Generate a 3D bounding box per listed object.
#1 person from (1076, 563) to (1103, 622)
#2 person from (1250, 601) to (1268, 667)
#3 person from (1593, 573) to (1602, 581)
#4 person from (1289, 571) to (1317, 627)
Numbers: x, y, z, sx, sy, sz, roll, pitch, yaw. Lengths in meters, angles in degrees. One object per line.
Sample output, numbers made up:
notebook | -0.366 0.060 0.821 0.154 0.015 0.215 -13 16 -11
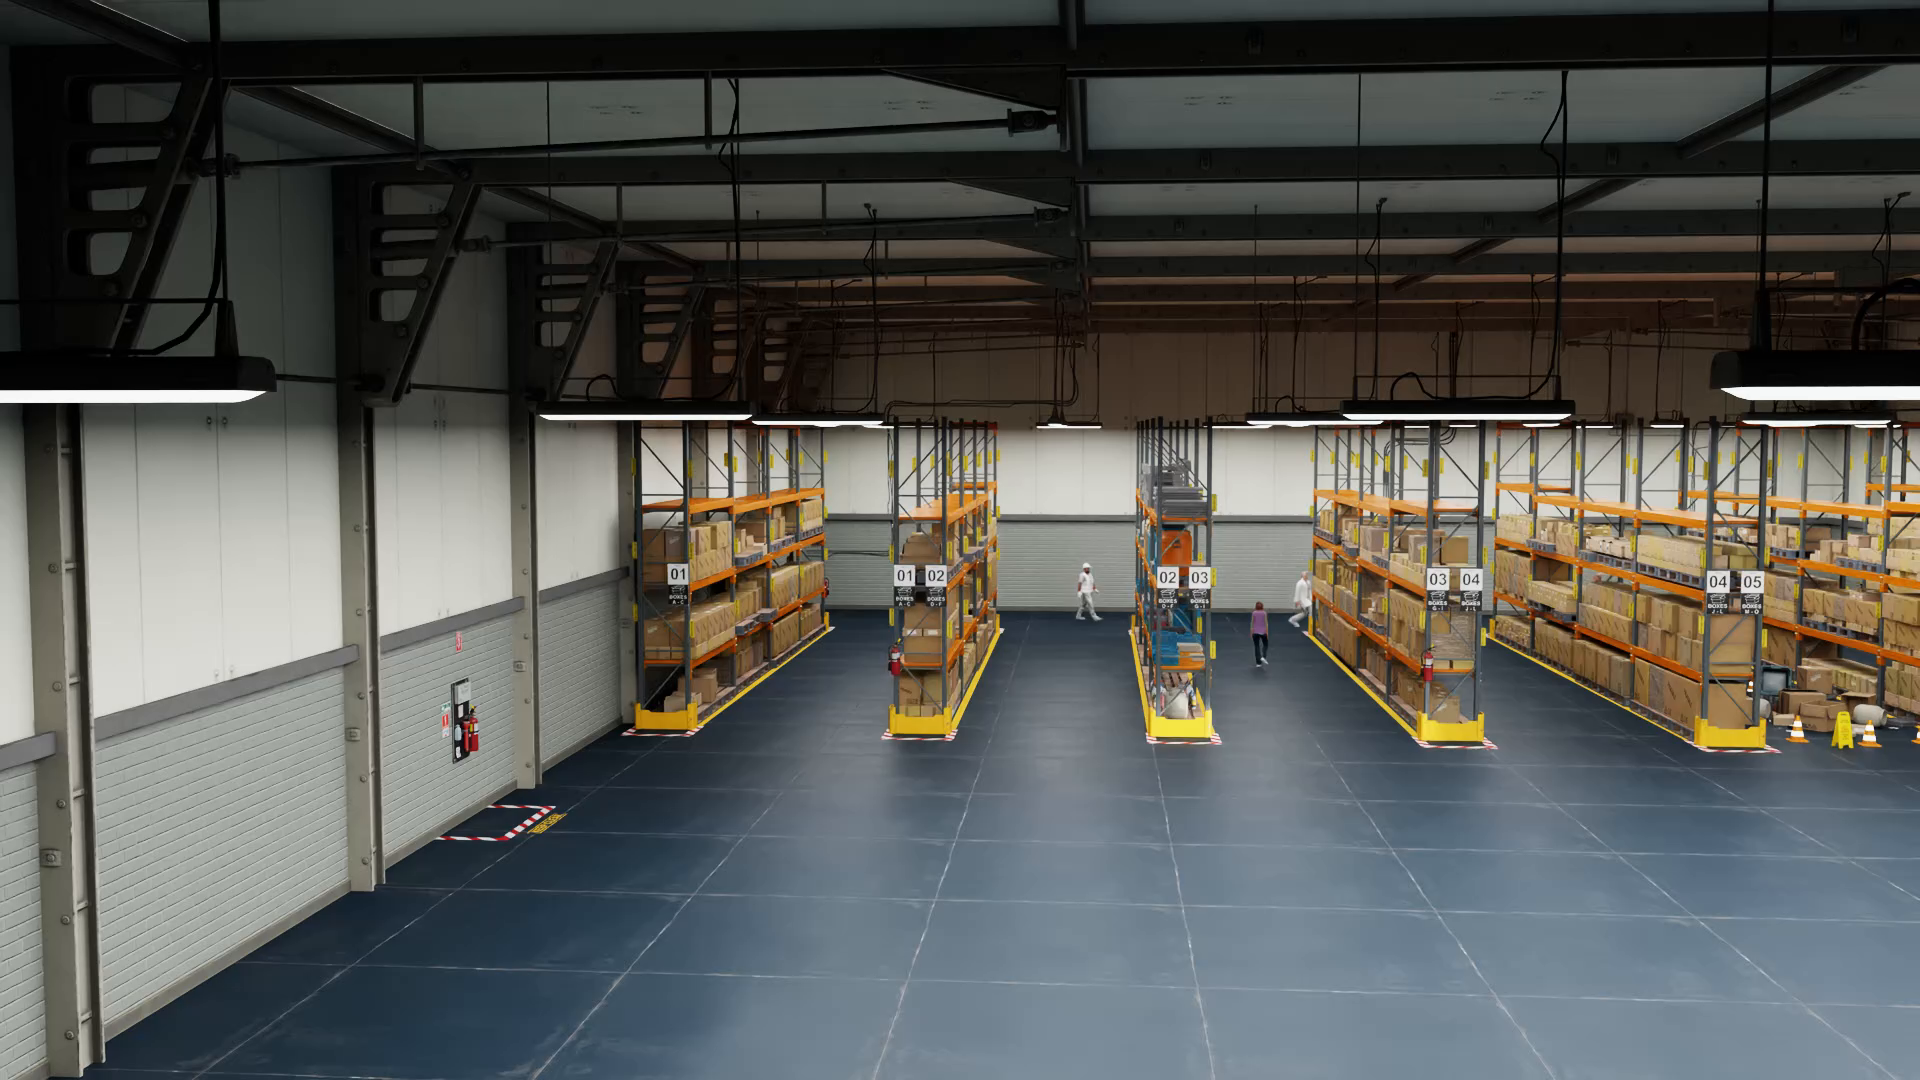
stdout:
person | 3.908 1.571 50.047 0.991 1.743 0.579 2 4 33
person | 7.267 2.290 40.381 0.438 1.596 0.441 1 4 11
person | 17.910 1.786 46.710 1.068 1.717 0.578 1 4 20
person | 10.036 1.740 48.265 1.171 1.661 0.562 3 5 37
